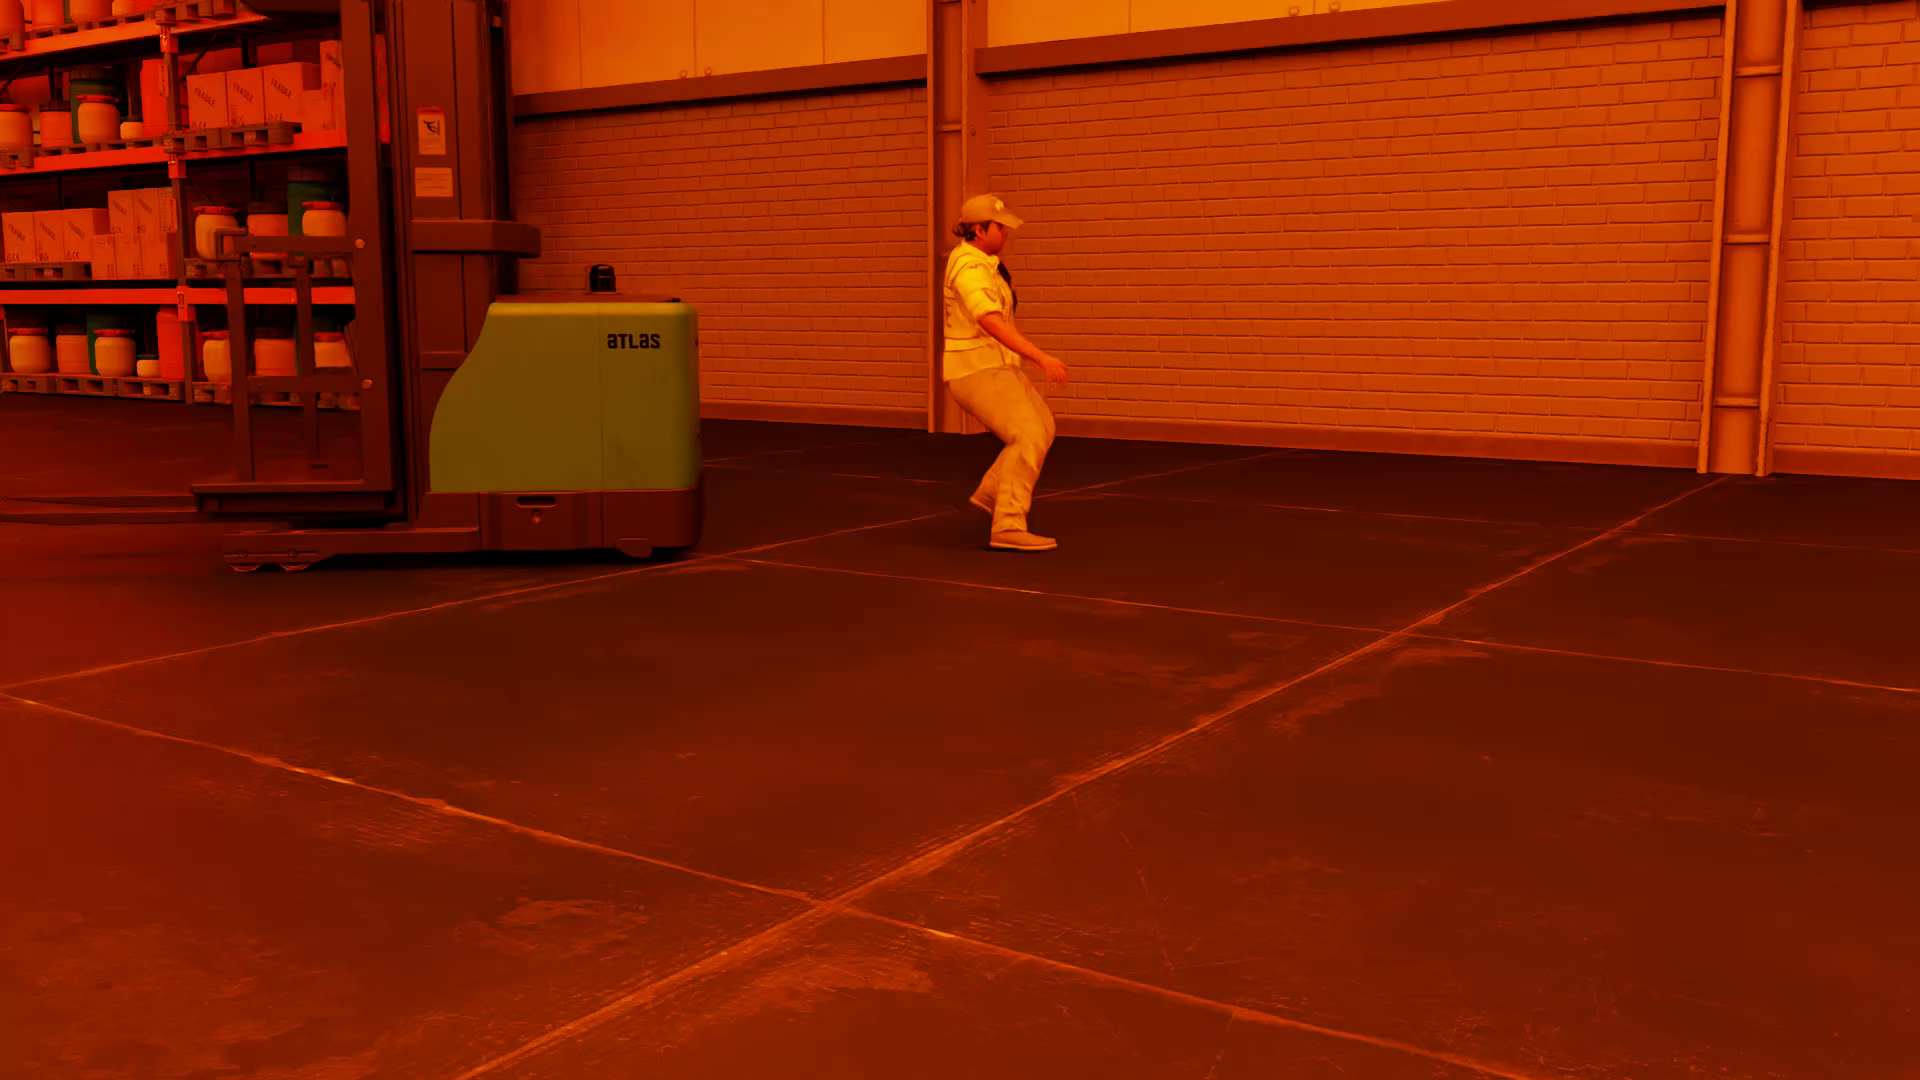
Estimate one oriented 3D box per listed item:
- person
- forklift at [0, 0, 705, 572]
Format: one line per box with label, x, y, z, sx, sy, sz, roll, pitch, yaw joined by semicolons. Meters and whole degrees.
person;0.200;-0.768;7.484;0.565;1.547;0.775;0;8;3
forklift;-2.657;-1.400;7.038;3.031;2.935;1.130;-1;8;-6
